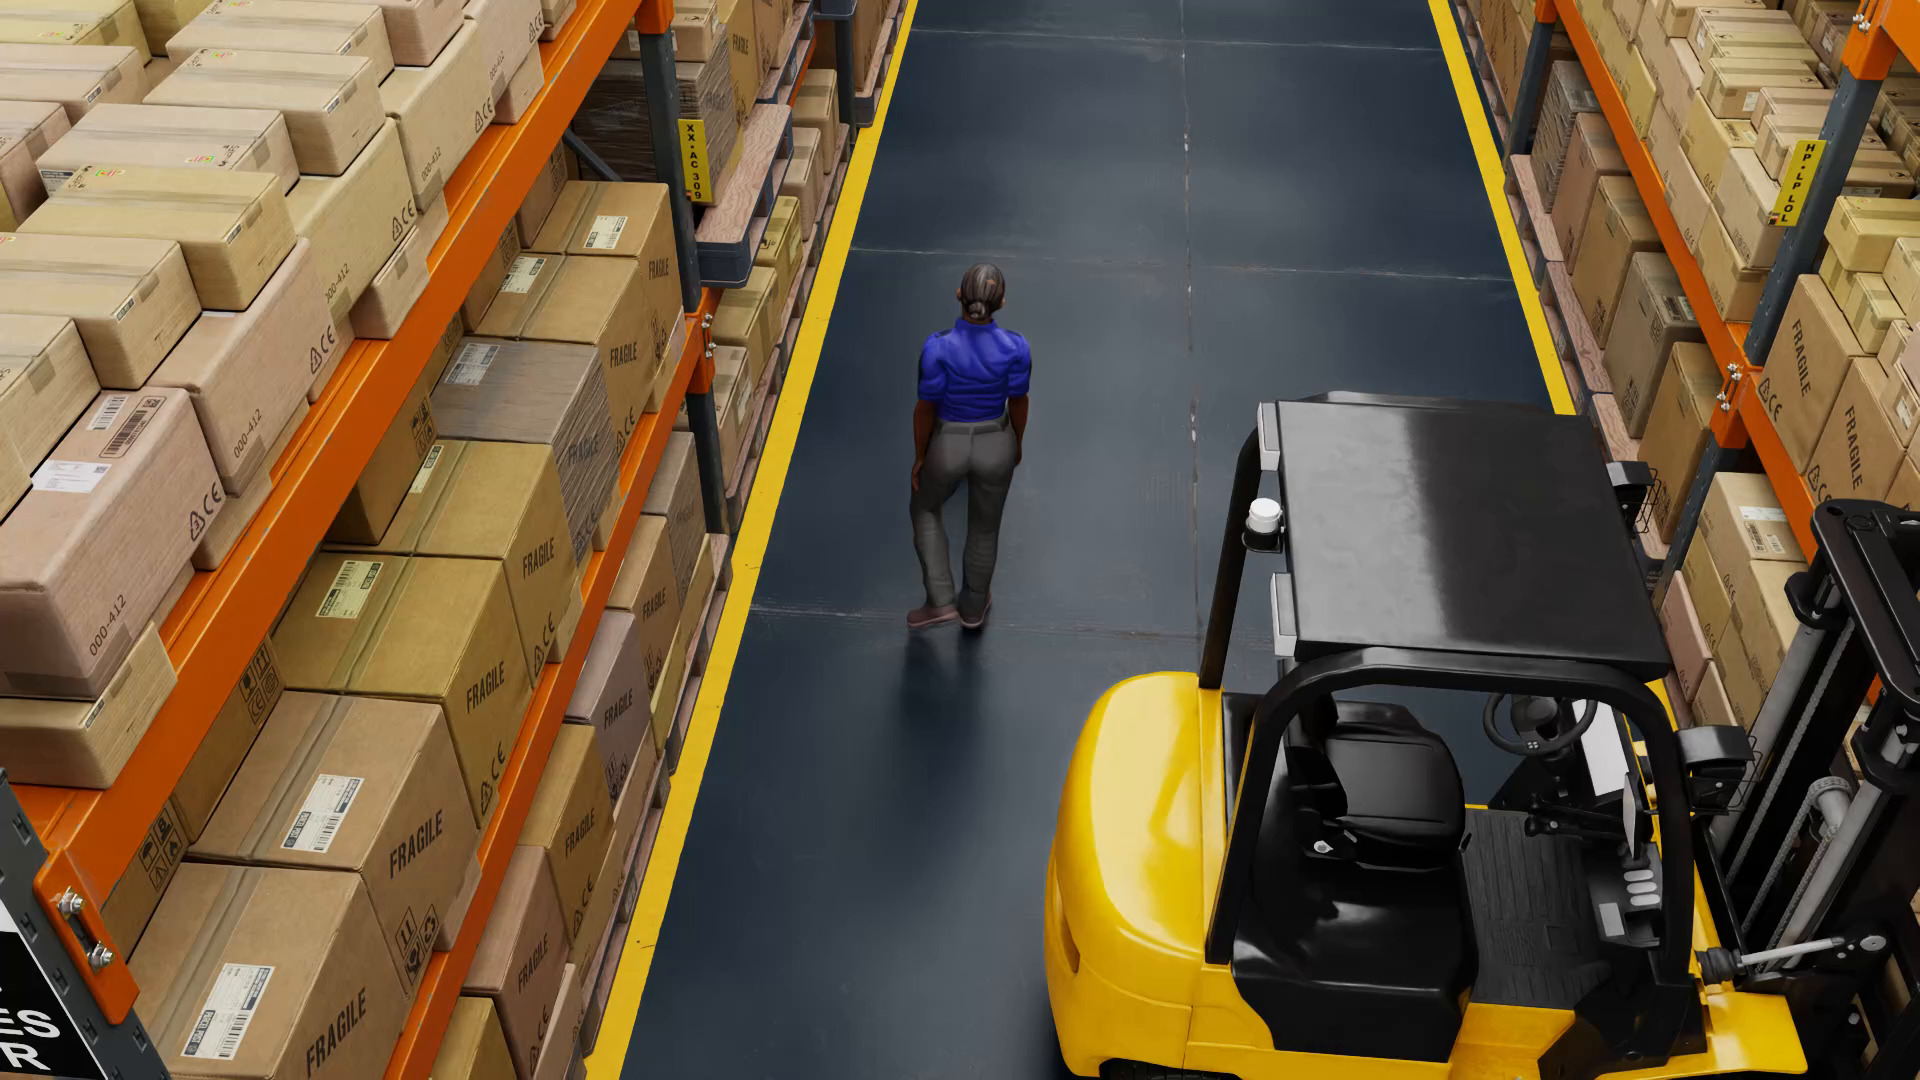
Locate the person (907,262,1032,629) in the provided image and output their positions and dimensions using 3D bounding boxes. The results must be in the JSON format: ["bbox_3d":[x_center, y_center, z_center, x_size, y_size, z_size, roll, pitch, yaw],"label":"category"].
[{"bbox_3d":[0.025,-0.311,6.494,0.500,1.649,0.436,-2,40,-2],"label":"person"}]
